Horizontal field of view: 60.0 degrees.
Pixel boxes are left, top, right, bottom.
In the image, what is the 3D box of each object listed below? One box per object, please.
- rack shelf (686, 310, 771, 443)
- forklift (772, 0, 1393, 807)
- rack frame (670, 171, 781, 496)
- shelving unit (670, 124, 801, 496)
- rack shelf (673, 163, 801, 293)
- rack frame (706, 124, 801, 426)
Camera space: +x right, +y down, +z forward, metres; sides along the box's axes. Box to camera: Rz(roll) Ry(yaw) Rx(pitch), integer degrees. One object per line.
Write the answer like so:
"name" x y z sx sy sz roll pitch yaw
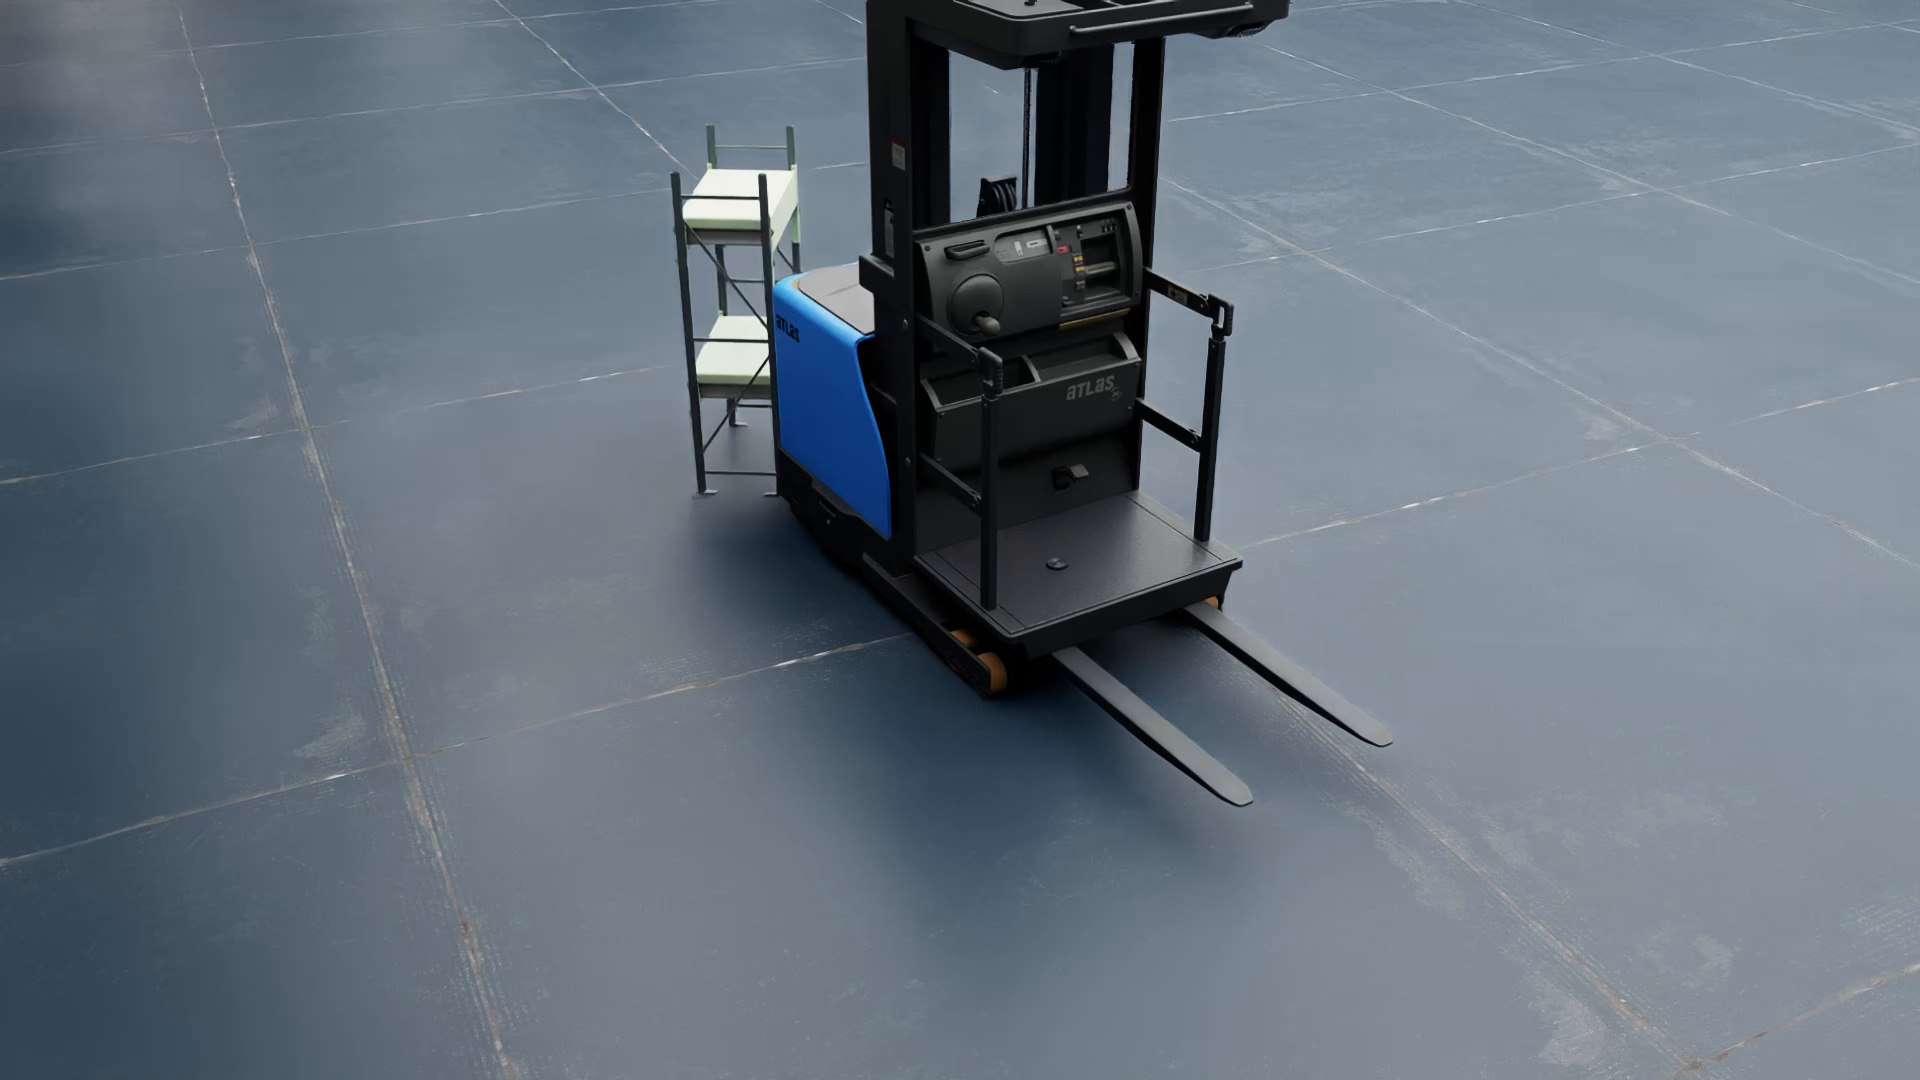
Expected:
"rack shelf" -0.977 -0.762 7.741 0.431 0.370 0.720 2 29 3
"forklift" 0.386 -0.954 5.955 1.130 2.935 3.031 -17 33 -27
"rack frame" -1.002 -0.867 7.263 0.400 1.500 0.023 2 29 3
"shelving unit" -0.977 -1.046 7.582 0.431 1.500 0.755 2 29 3
"rack shelf" -0.977 -1.386 7.391 0.431 0.370 0.720 2 29 3
"rack frame" -0.952 -1.225 7.900 0.400 1.500 0.023 2 29 3
